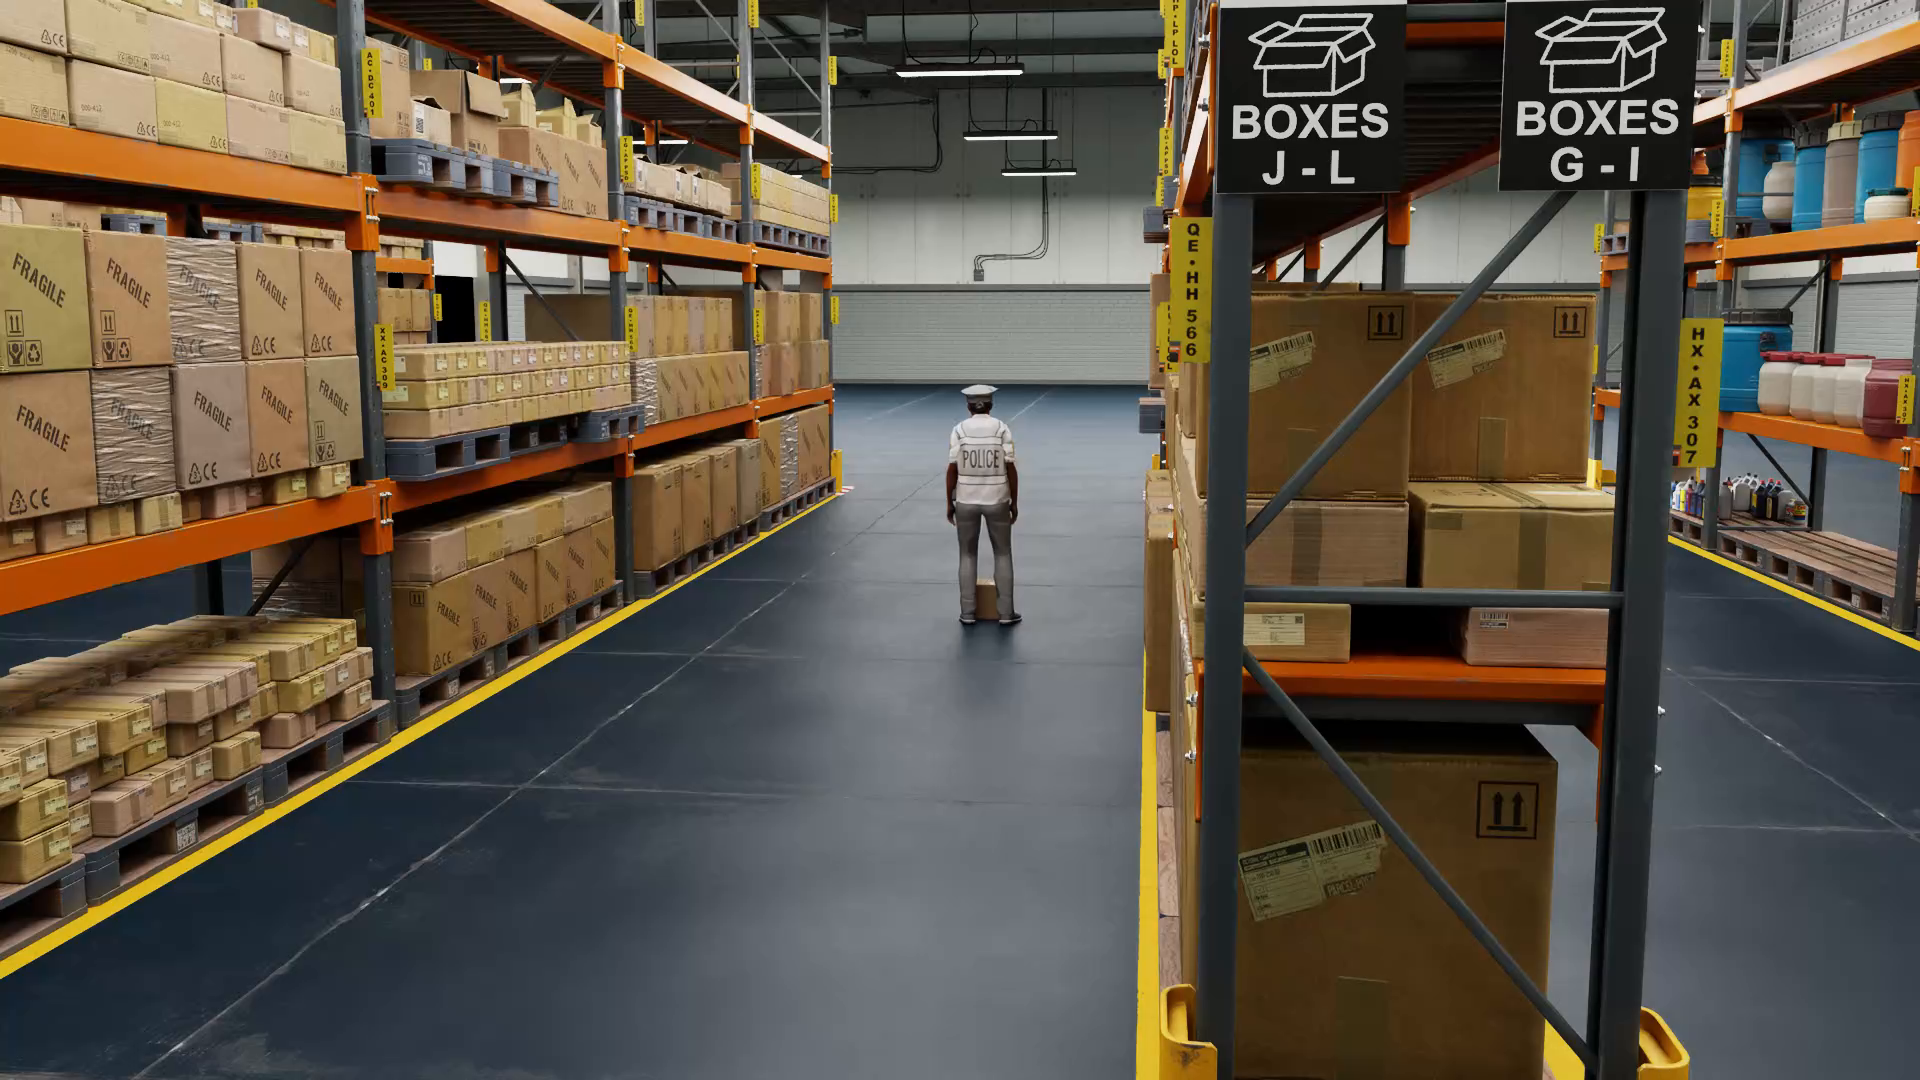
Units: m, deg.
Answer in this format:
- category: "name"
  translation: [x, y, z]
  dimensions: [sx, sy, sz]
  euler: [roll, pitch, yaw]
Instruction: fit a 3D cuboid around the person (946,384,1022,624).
- category: "person"
  translation: [0.169, -0.245, 11.594]
  dimensions: [0.532, 1.663, 0.392]
  euler: [0, 8, 3]
